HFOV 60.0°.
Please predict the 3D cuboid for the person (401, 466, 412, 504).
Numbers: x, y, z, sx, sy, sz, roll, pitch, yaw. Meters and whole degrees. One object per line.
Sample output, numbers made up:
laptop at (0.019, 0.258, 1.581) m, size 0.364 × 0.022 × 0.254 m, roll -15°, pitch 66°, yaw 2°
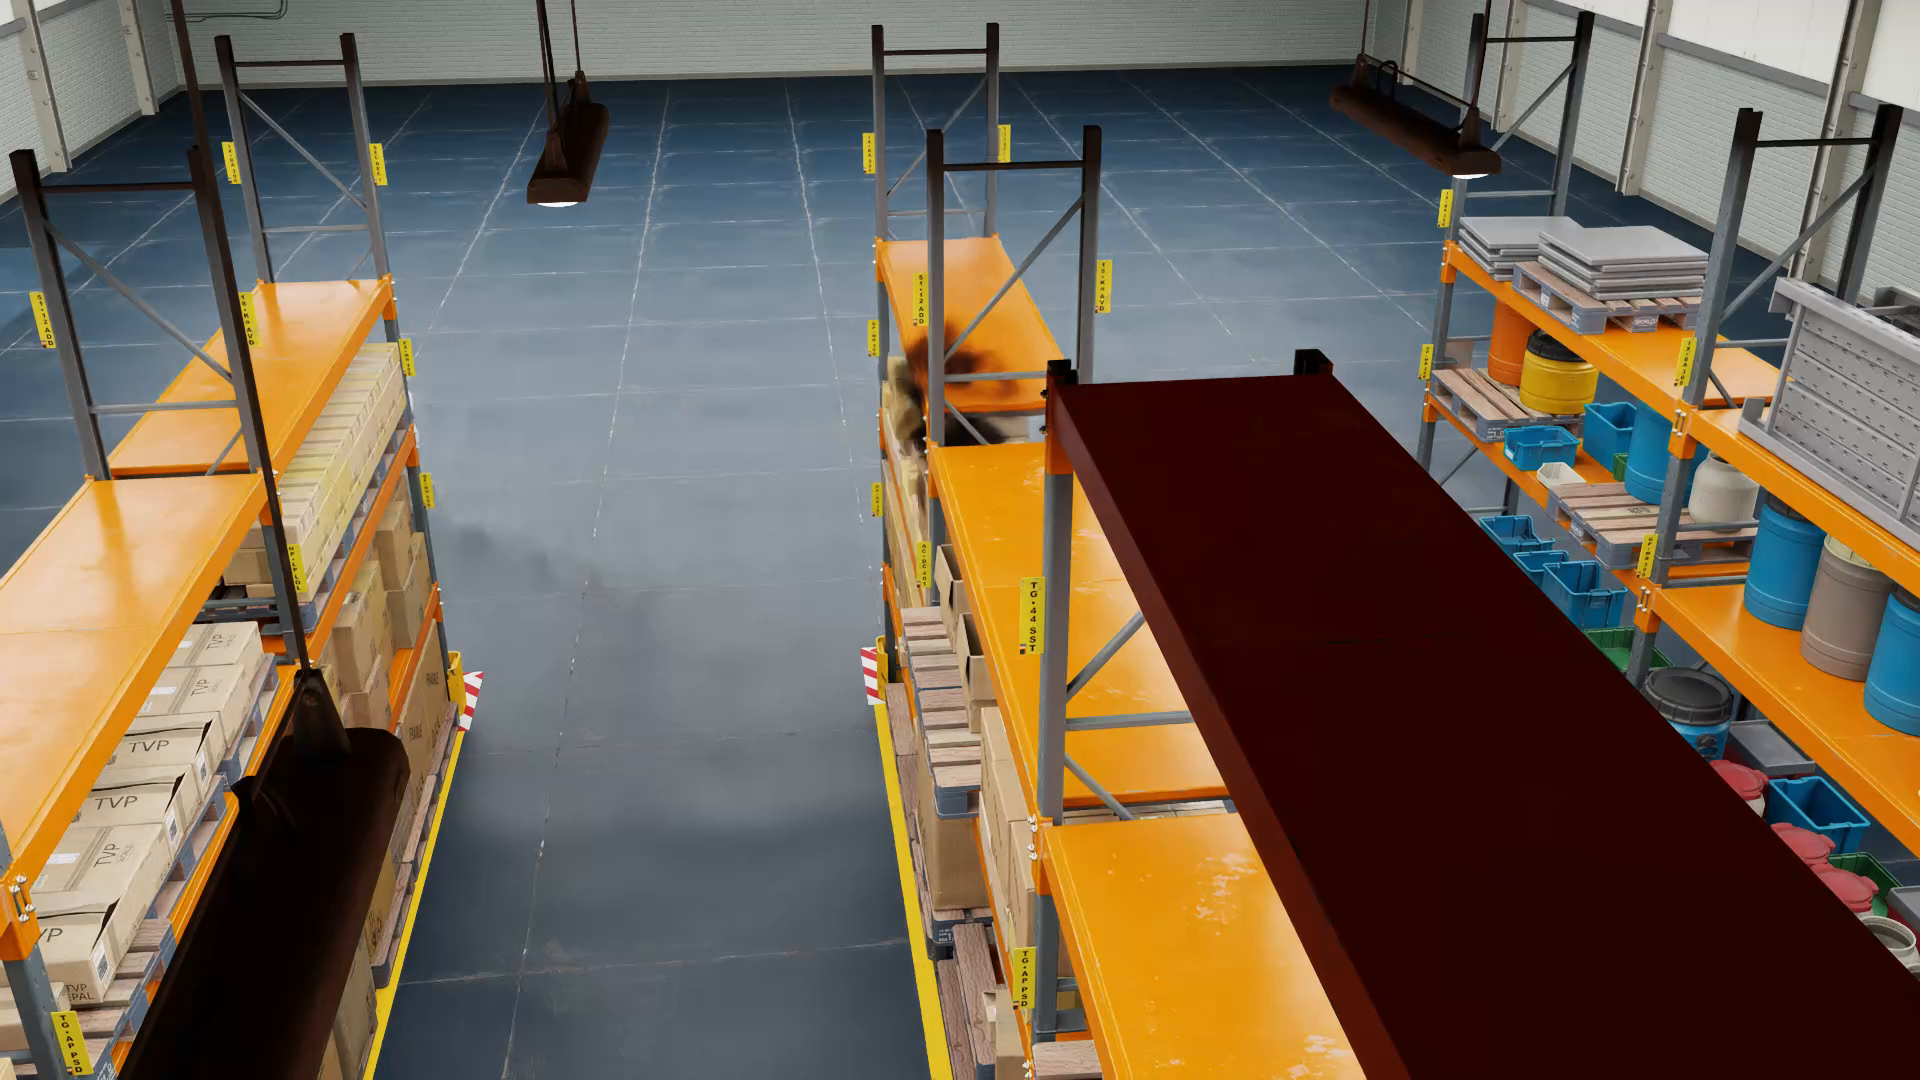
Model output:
person at (-6.570, -1.192, 18.984) m, size 0.839 × 1.793 × 0.728 m, roll 15°, pitch 29°, yaw 28°
